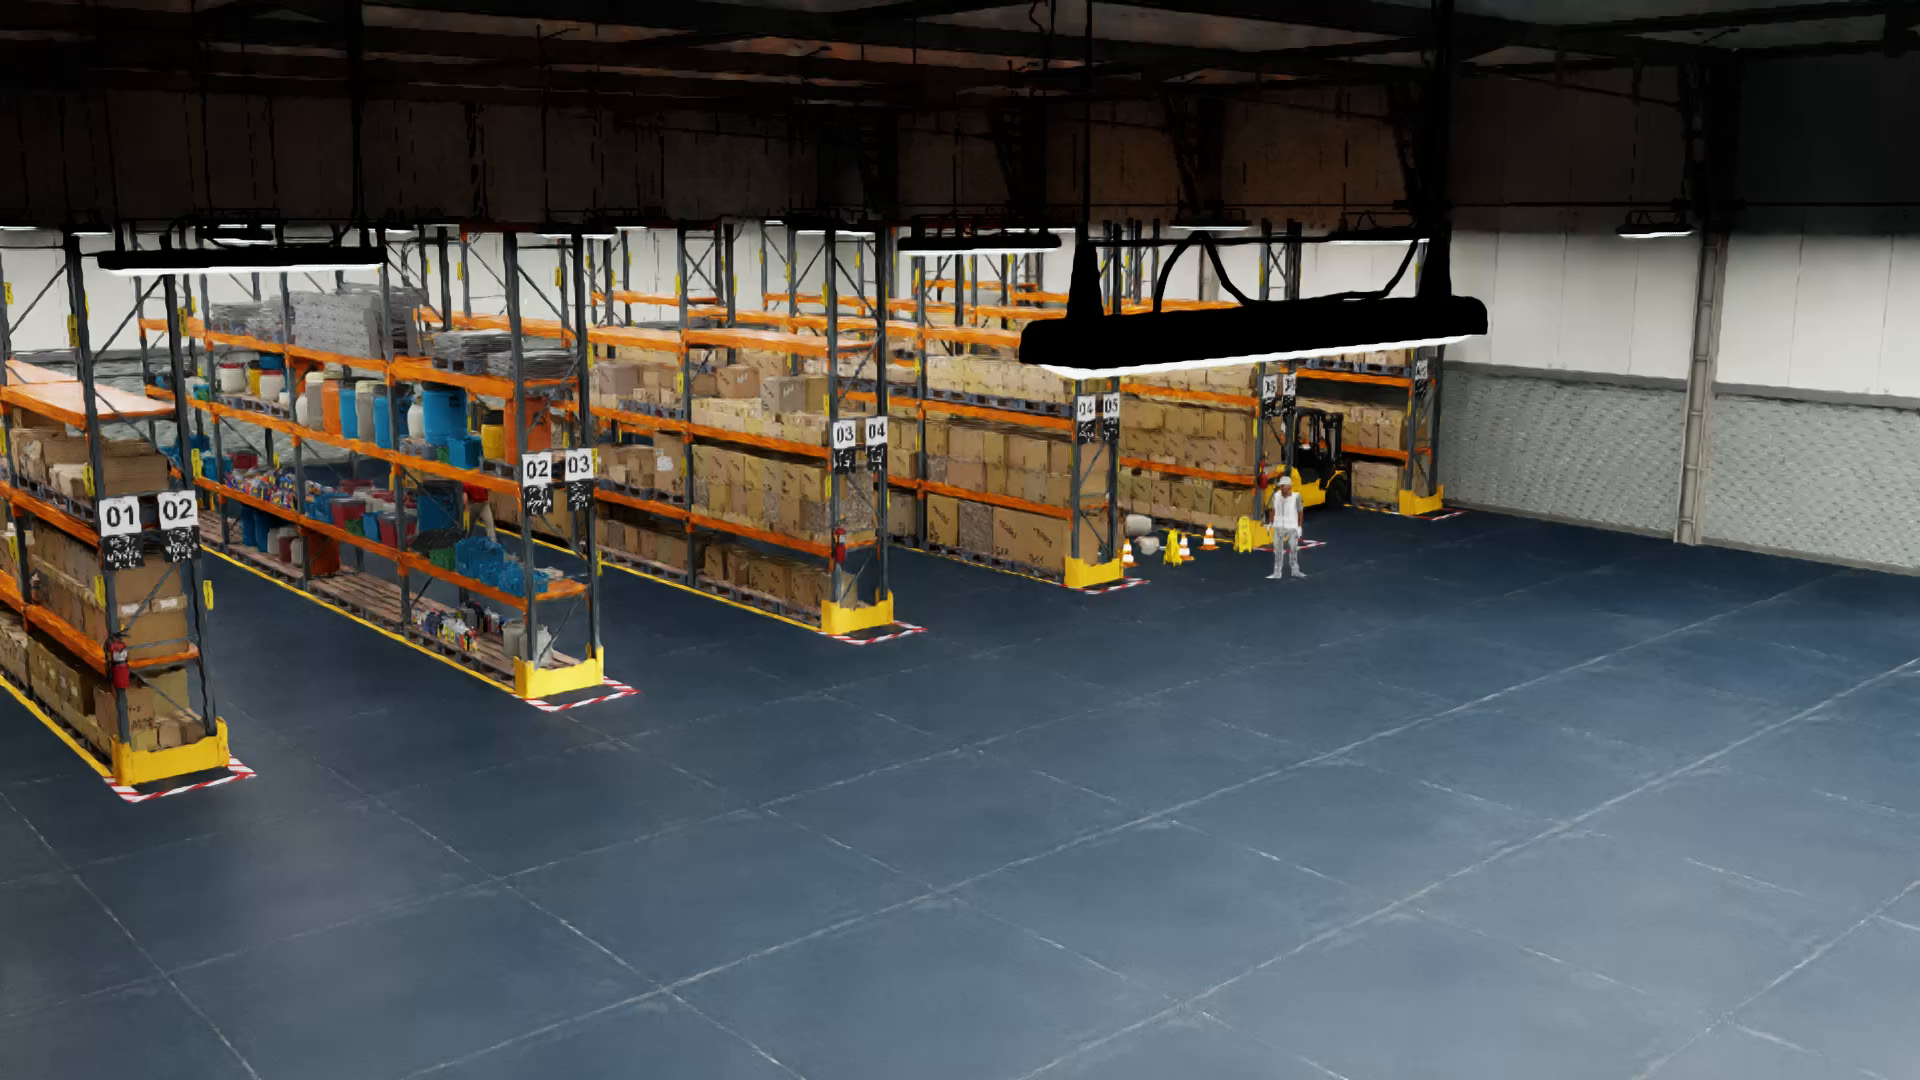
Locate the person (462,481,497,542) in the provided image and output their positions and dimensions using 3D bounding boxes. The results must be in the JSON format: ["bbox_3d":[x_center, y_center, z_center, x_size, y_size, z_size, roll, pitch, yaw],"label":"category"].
[{"bbox_3d":[-8.931,-0.643,30.806,0.542,1.645,1.126,-9,15,-38],"label":"person"}]

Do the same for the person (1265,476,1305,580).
[{"bbox_3d":[5.581,-0.219,28.476,0.669,1.788,0.563,6,13,27],"label":"person"}]
